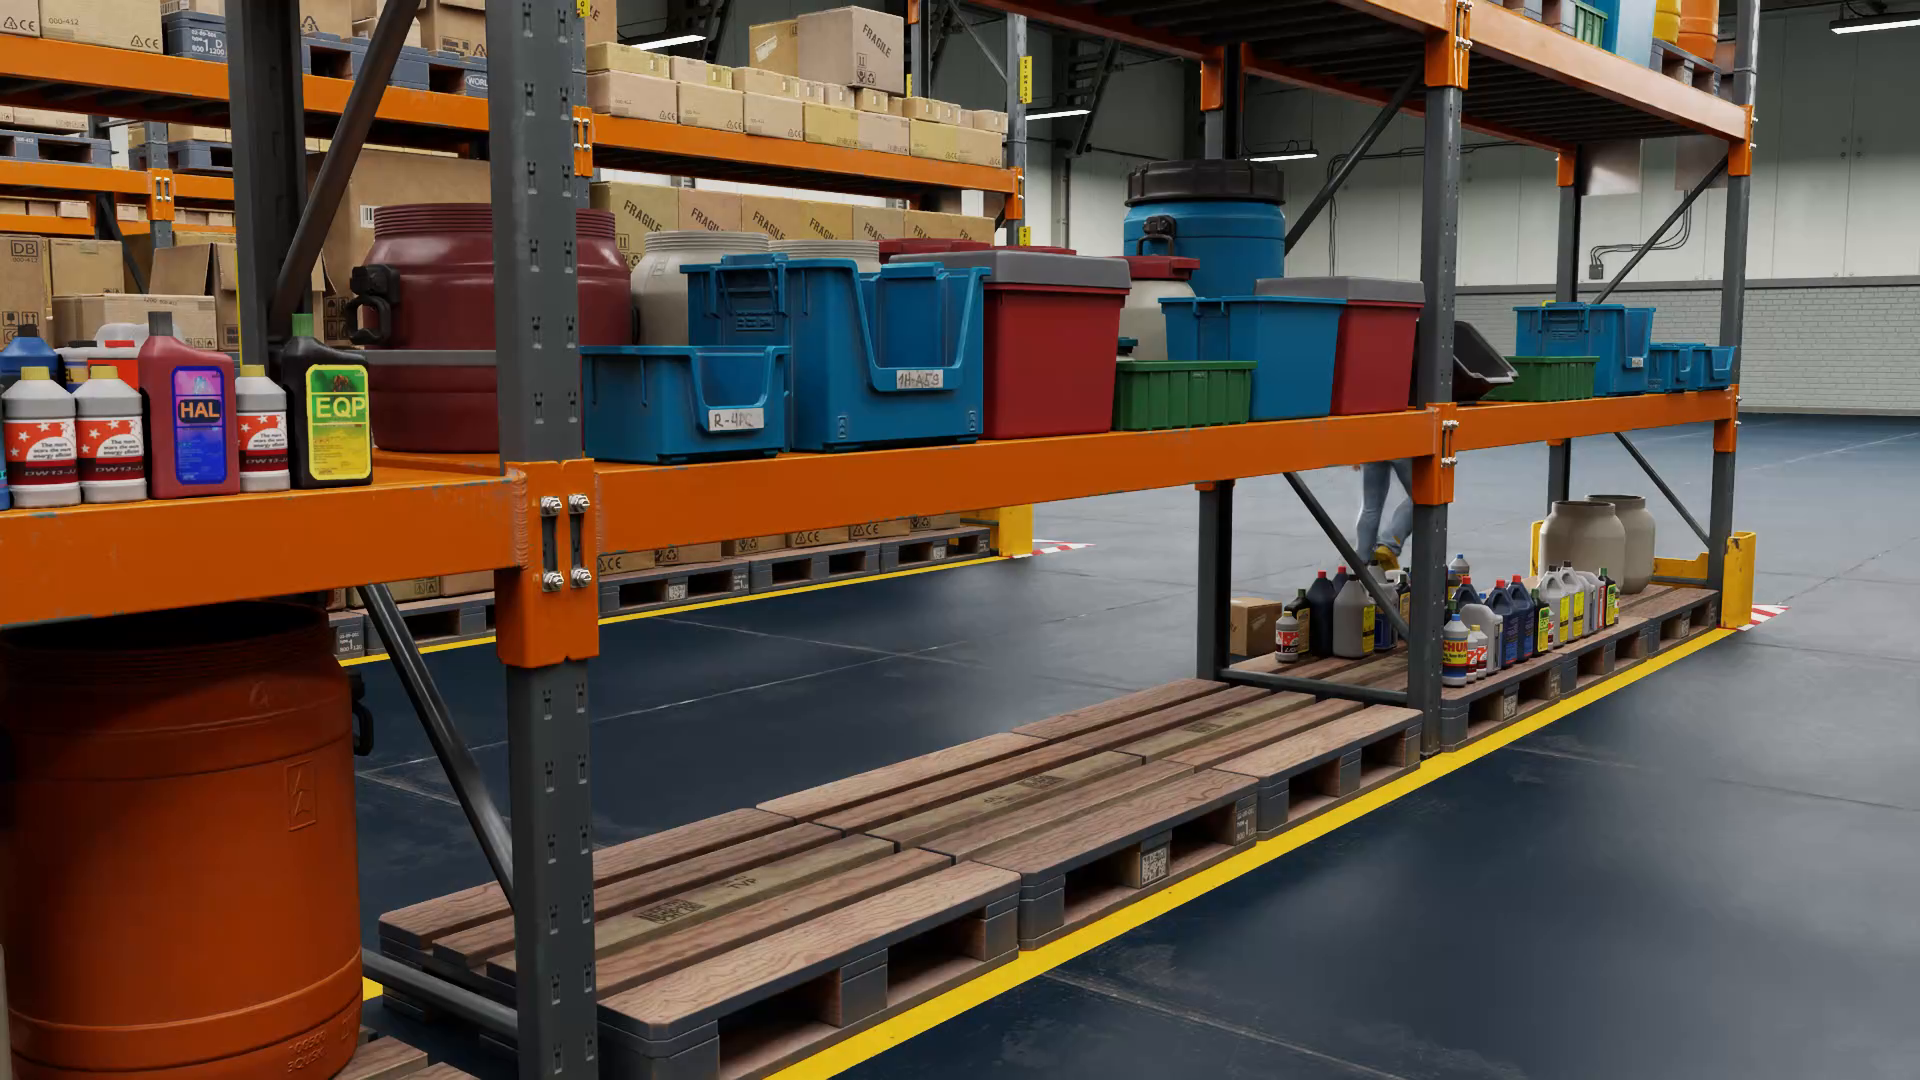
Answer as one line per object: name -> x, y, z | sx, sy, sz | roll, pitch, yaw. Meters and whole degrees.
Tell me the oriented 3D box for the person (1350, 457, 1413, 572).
person -> 2.792, -0.614, 10.730 | 0.621, 1.779, 0.448 | 6, 9, 43
